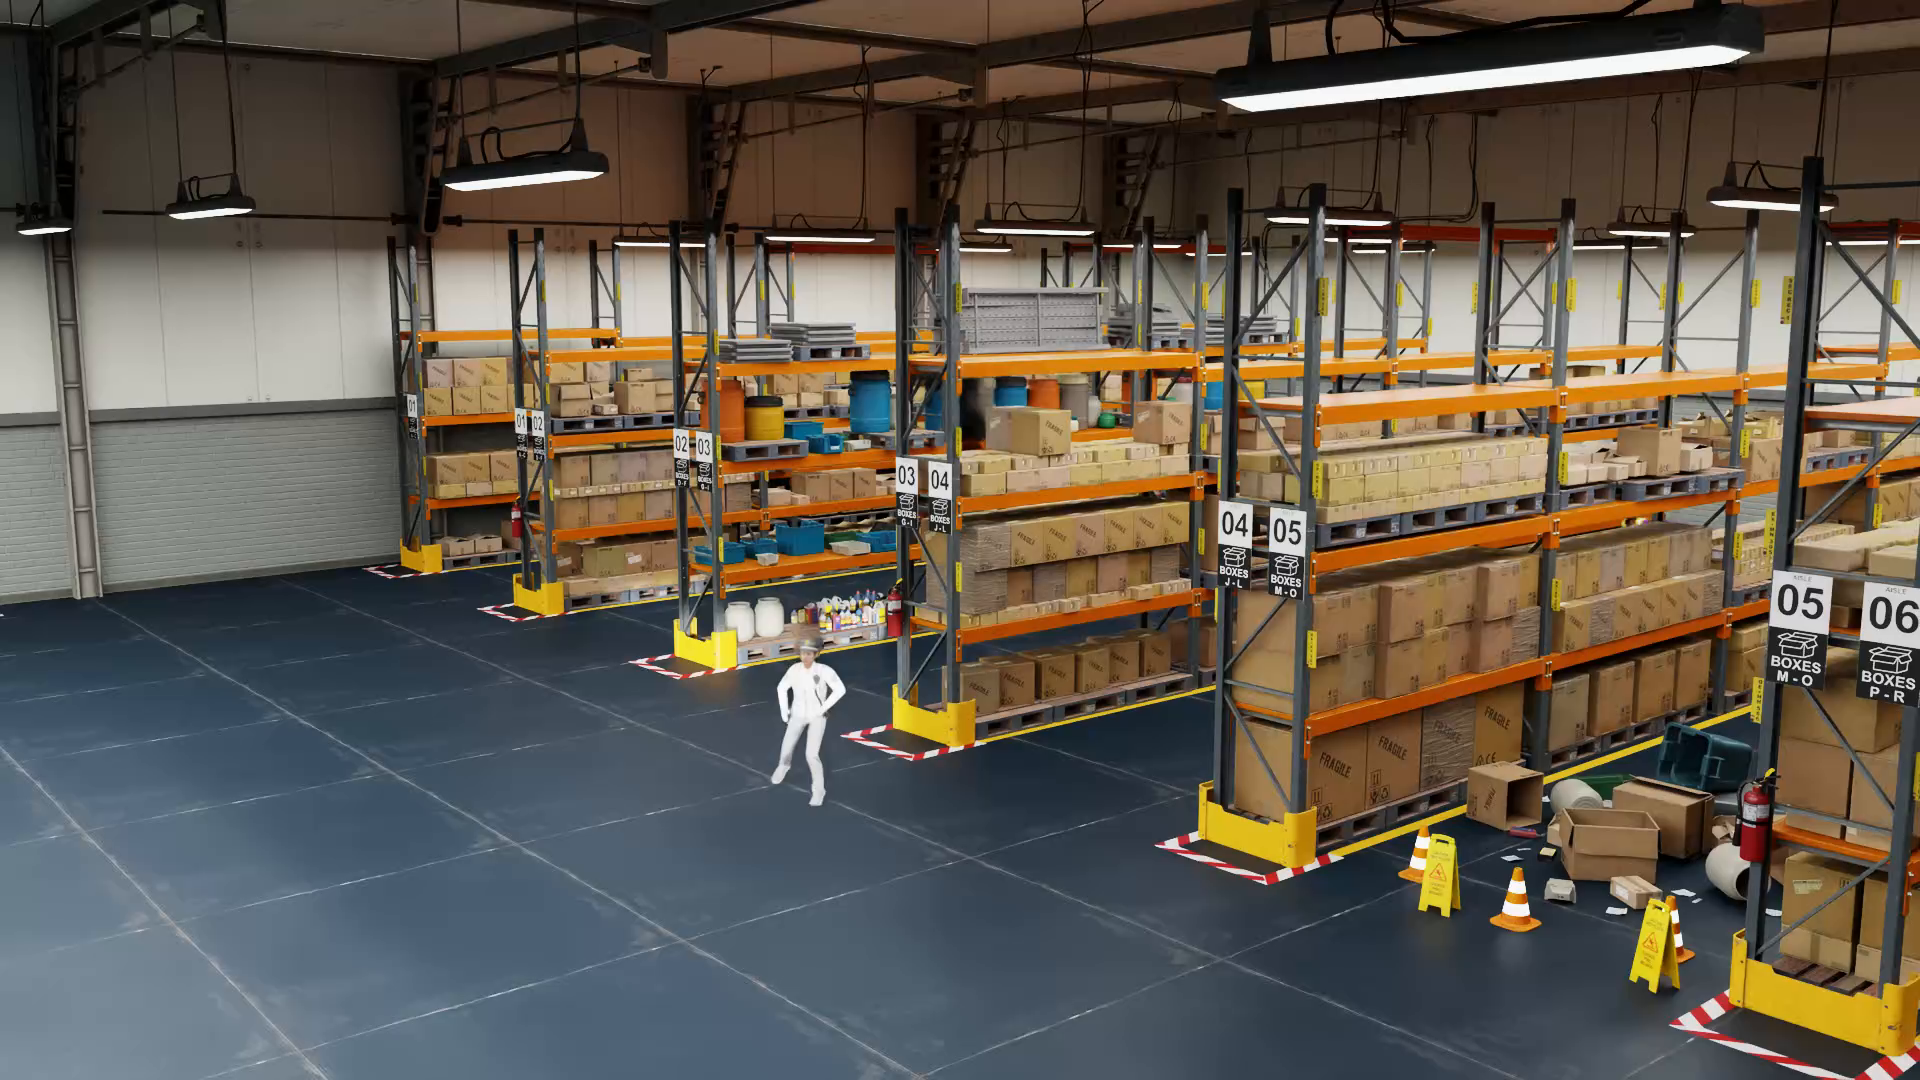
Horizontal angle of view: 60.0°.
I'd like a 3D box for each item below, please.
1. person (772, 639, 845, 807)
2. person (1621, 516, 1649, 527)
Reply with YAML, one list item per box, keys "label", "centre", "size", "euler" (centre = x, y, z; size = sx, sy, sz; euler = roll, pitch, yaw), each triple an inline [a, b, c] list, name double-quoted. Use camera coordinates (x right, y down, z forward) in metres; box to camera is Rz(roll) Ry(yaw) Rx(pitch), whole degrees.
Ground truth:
- label: "person"
  centre: [-1.584, 1.800, 16.834]
  size: [0.799, 1.691, 0.684]
  euler: [2, 9, 11]
- label: "person"
  centre: [10.800, 0.239, 26.584]
  size: [0.923, 1.725, 0.685]
  euler: [-7, 12, -40]
